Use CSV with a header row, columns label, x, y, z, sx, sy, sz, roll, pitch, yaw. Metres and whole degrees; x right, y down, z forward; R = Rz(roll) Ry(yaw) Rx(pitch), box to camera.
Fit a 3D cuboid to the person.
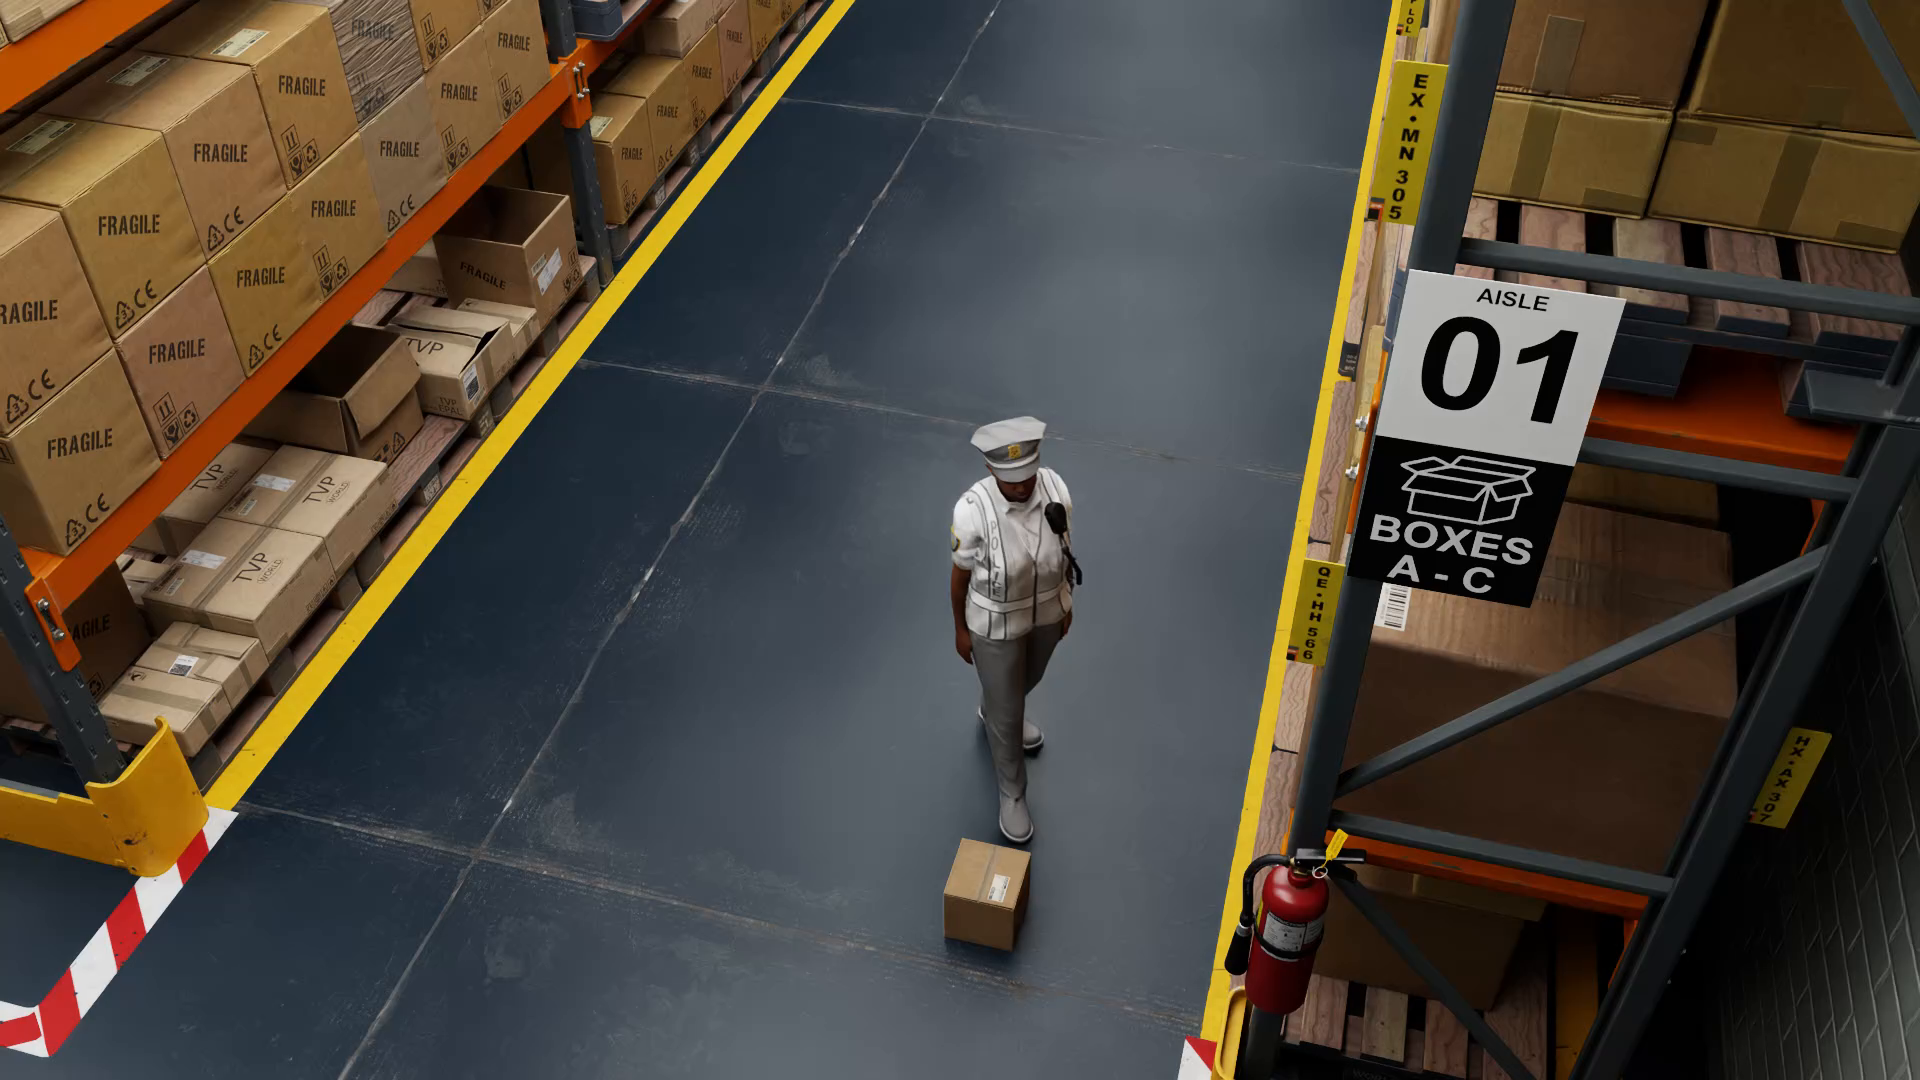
label,x,y,z,sx,sy,sz,roll,pitch,yaw
person,0.203,0.267,5.829,0.445,1.673,0.636,-20,45,-21
